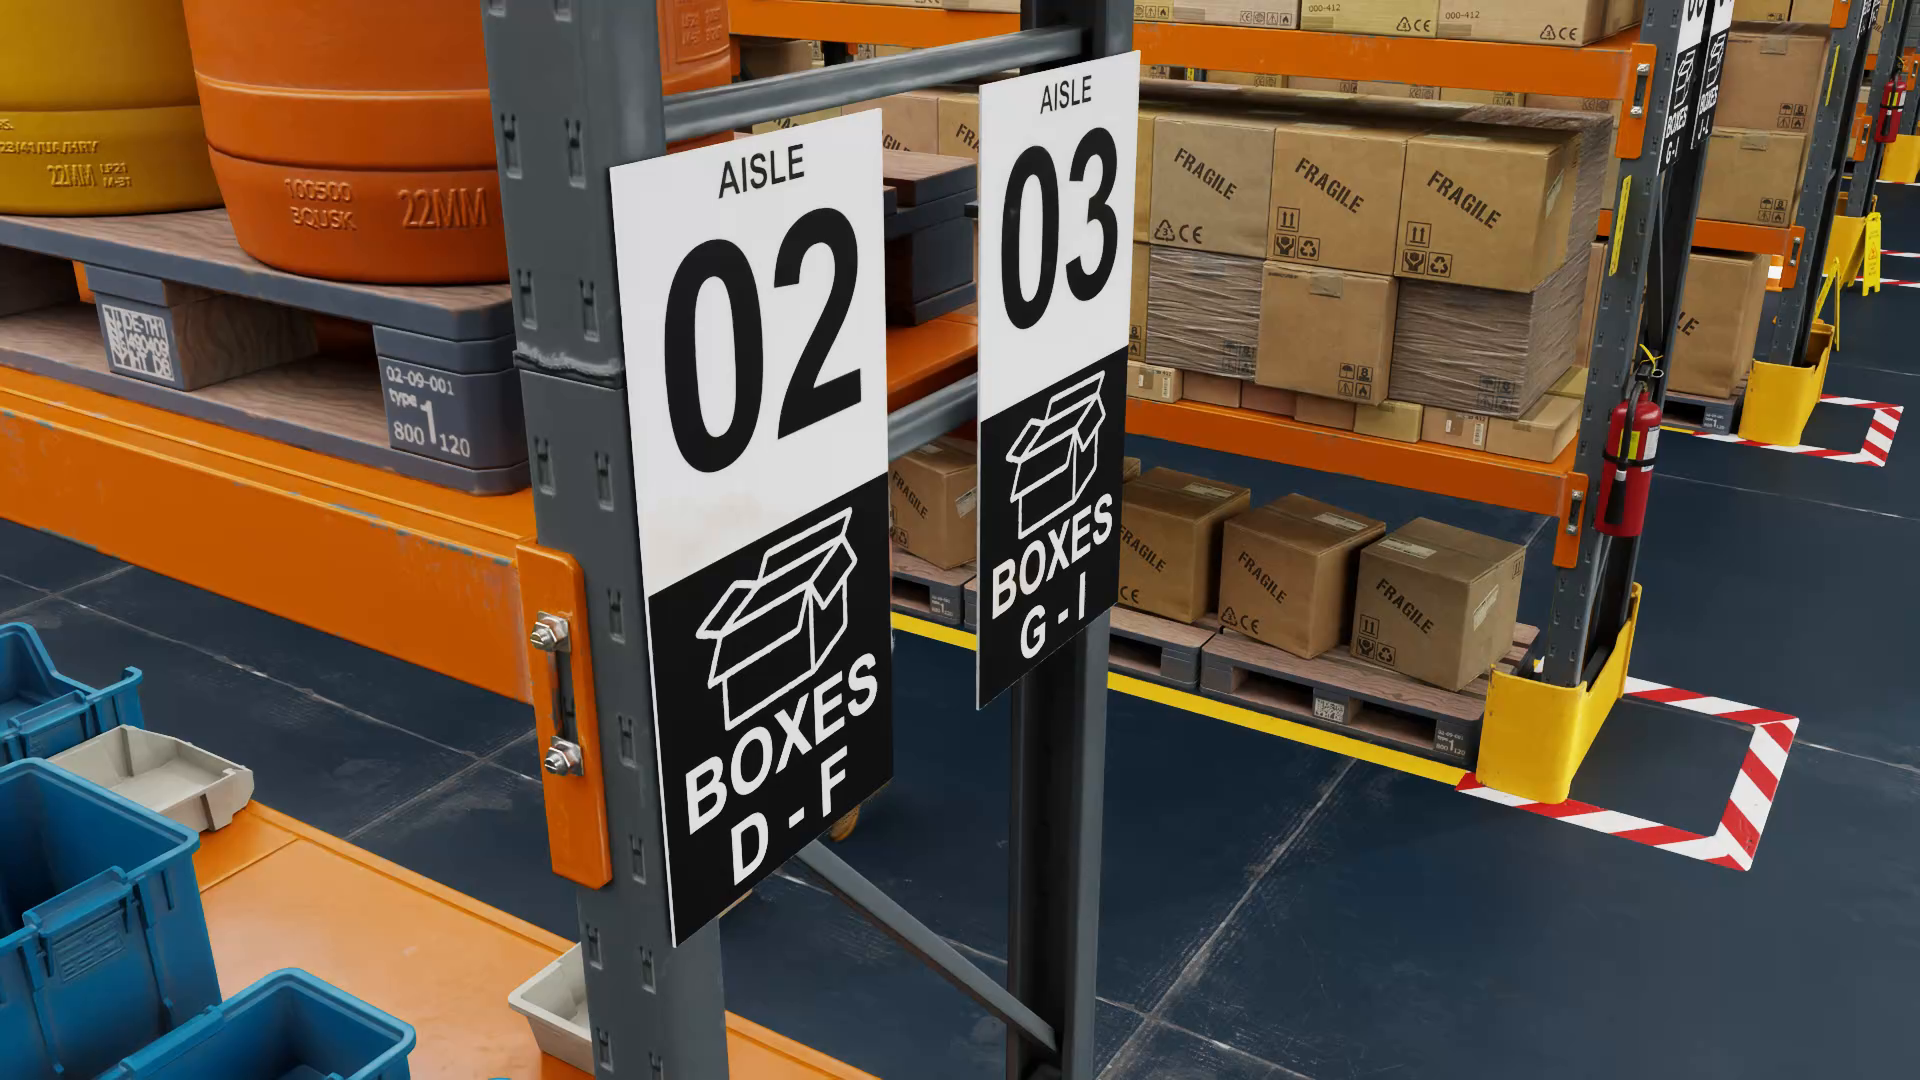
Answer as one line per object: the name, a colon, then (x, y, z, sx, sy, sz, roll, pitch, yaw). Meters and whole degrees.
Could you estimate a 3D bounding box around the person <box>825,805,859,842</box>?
person: (-0.662, 0.289, 5.858, 0.576, 1.791, 0.601, 14, 27, 30)
